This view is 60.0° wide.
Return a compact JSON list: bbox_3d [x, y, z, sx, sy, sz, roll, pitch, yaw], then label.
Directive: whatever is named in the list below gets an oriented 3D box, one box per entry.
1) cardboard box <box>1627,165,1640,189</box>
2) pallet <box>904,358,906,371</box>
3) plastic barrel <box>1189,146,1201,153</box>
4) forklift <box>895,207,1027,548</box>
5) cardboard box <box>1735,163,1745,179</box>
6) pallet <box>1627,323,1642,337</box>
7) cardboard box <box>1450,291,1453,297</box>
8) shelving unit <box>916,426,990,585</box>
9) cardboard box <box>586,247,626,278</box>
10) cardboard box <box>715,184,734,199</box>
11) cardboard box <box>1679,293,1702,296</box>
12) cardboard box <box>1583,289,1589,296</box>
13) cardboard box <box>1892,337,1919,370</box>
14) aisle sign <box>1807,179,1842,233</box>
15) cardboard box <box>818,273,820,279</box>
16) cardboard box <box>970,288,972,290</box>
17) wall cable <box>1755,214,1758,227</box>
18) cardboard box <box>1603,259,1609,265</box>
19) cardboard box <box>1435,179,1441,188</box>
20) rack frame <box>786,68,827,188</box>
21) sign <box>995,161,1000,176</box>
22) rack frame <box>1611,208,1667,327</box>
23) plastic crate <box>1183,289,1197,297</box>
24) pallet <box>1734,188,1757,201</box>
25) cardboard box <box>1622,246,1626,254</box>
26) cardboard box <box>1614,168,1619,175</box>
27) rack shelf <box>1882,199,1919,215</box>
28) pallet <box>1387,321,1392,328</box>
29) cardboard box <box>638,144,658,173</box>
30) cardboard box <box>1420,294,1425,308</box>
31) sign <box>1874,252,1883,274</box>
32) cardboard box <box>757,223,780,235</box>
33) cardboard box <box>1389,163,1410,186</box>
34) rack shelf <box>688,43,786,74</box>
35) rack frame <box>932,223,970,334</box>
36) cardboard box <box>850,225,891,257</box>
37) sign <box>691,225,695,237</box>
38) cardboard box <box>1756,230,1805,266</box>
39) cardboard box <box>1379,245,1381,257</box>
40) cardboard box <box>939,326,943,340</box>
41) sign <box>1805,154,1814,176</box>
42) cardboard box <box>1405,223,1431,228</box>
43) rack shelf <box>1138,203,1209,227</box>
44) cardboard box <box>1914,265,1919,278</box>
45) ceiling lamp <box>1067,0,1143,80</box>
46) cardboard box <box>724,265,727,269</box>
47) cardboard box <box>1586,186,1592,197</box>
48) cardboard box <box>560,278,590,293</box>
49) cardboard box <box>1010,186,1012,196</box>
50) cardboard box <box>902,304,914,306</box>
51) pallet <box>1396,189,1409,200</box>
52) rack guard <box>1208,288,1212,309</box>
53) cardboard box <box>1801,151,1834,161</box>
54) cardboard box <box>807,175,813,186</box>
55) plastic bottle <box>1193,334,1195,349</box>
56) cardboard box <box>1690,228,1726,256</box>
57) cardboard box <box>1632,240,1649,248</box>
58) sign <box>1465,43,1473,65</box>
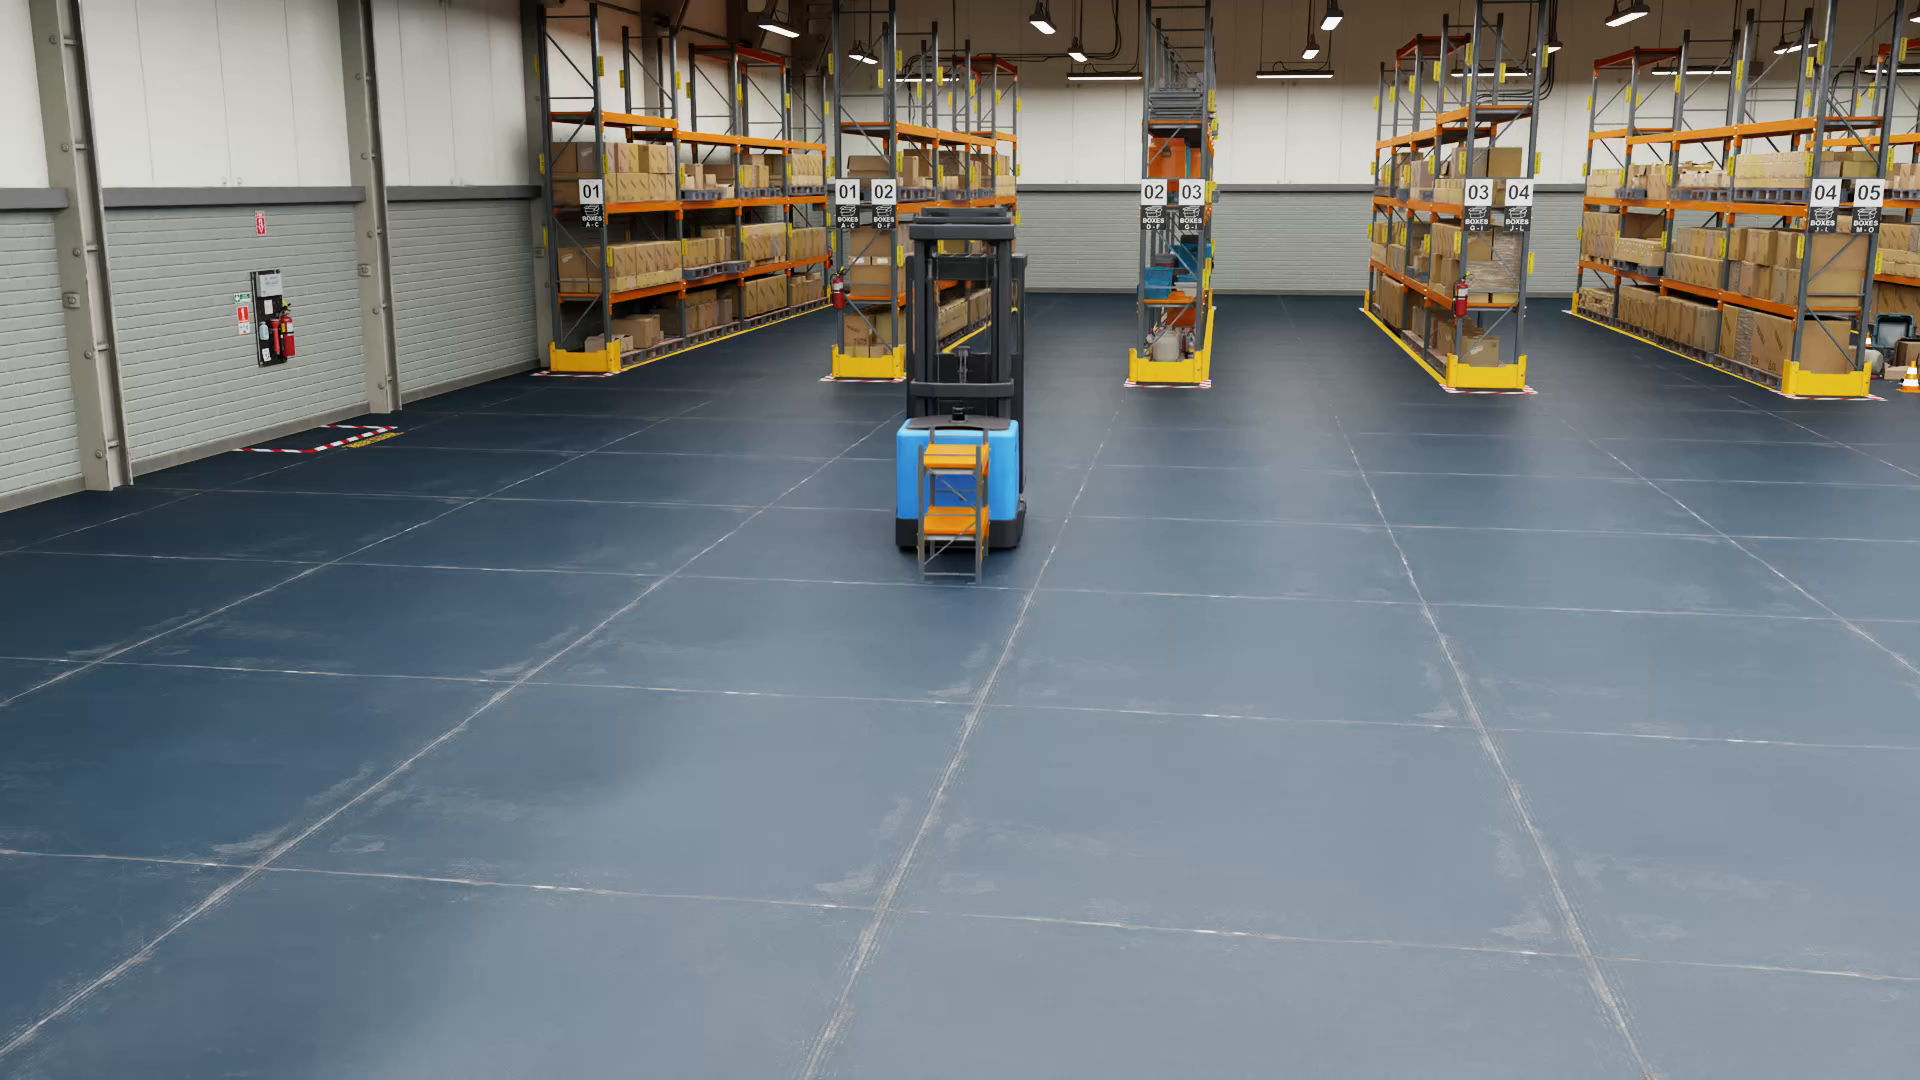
[{"bbox_3d":[14.826,-7.833,35.867,0.700,0.500,0.500,2,12,9],"label":"cardboard box"},{"bbox_3d":[-1.449,-2.991,28.372,1.003,0.211,1.213,2,12,9],"label":"pallet"},{"bbox_3d":[5.102,-8.087,36.091,0.600,0.901,0.708,2,12,9],"label":"plastic barrel"},{"bbox_3d":[0.065,-1.621,15.559,1.130,2.935,3.031,1,12,4],"label":"forklift"},{"bbox_3d":[13.411,-6.223,28.044,0.500,0.250,0.500,2,12,9],"label":"cardboard box"},{"bbox_3d":[14.690,-4.408,34.947,1.003,0.211,1.213,2,12,9],"label":"pallet"},{"bbox_3d":[8.278,-4.076,27.383,0.380,0.149,0.250,2,12,9],"label":"cardboard box"},{"bbox_3d":[-0.045,-0.304,13.732,0.538,1.125,1.048,1,12,4],"label":"shelving unit"},{"bbox_3d":[-6.051,-4.746,28.425,0.500,0.500,0.500,2,12,9],"label":"cardboard box"},{"bbox_3d":[-5.035,-7.293,34.757,0.500,0.311,0.500,2,12,9],"label":"cardboard box"},{"bbox_3d":[14.723,-4.841,33.494,0.500,0.250,0.500,1,12,6],"label":"cardboard box"},{"bbox_3d":[15.103,-5.916,39.681,0.380,0.149,0.250,2,12,8],"label":"cardboard box"},{"bbox_3d":[15.958,-3.039,27.580,0.797,0.637,0.503,2,12,9],"label":"cardboard box"},{"bbox_3d":[12.840,-4.956,24.699,0.394,0.787,0.004,2,12,9],"label":"aisle sign"},{"bbox_3d":[-3.809,-6.803,42.837,0.380,0.149,0.250,2,12,8],"label":"cardboard box"},{"bbox_3d":[0.005,-5.592,38.710,0.500,0.500,0.500,1,12,6],"label":"cardboard box"},{"bbox_3d":[21.359,-8.568,45.144,0.585,1.953,0.123,2,12,9],"label":"wall cable"},{"bbox_3d":[14.914,-6.354,37.952,0.380,0.149,0.250,1,12,6],"label":"cardboard box"},{"bbox_3d":[8.523,-6.235,29.094,0.380,0.149,0.250,2,12,7],"label":"cardboard box"},{"bbox_3d":[-3.960,-10.617,42.897,1.000,3.000,0.127,2,12,9],"label":"rack frame"},{"bbox_3d":[0.869,-8.586,38.432,0.100,0.325,0.005,2,12,9],"label":"sign"},{"bbox_3d":[14.993,-6.188,36.588,1.000,3.000,0.127,2,12,9],"label":"rack frame"},{"bbox_3d":[3.824,-4.079,27.428,0.298,0.136,0.250,2,12,9],"label":"plastic crate"},{"bbox_3d":[13.627,-5.776,27.765,1.003,0.211,1.213,2,12,9],"label":"pallet"},{"bbox_3d":[14.362,-6.187,35.476,0.380,0.149,0.250,1,12,6],"label":"cardboard box"},{"bbox_3d":[14.798,-8.202,37.035,0.380,0.149,0.250,2,12,9],"label":"cardboard box"},{"bbox_3d":[19.592,-6.747,33.769,1.077,0.370,4.000,2,12,9],"label":"rack shelf"},{"bbox_3d":[10.064,-4.844,36.968,1.003,0.211,1.213,2,12,9],"label":"pallet"},{"bbox_3d":[-5.759,-6.863,29.942,0.500,0.500,0.500,1,12,7],"label":"cardboard box"},{"bbox_3d":[9.419,-4.757,33.054,0.500,0.250,0.500,2,12,11],"label":"cardboard box"},{"bbox_3d":[13.695,-4.133,24.808,0.100,0.325,0.005,2,12,9],"label":"sign"},{"bbox_3d":[-4.483,-7.210,38.560,0.500,0.250,0.500,2,12,10],"label":"cardboard box"},{"bbox_3d":[10.169,-8.304,37.815,0.700,0.500,0.500,1,12,5],"label":"cardboard box"},{"bbox_3d":[-4.883,-10.641,36.827,1.077,0.370,4.000,2,12,9],"label":"rack shelf"},{"bbox_3d":[-0.295,-5.859,35.060,1.000,3.000,0.127,2,12,9],"label":"rack frame"},{"bbox_3d":[-1.433,-4.985,27.686,0.700,0.500,0.500,2,12,9],"label":"cardboard box"},{"bbox_3d":[-5.740,-6.602,35.760,0.100,0.325,0.005,2,12,9],"label":"sign"},{"bbox_3d":[13.410,-4.712,26.817,0.875,0.550,0.500,2,12,9],"label":"cardboard box"},{"bbox_3d":[10.072,-6.757,38.875,0.500,0.250,0.500,2,12,10],"label":"cardboard box"},{"bbox_3d":[-0.604,-3.963,31.794,0.500,0.250,0.500,2,12,7],"label":"cardboard box"},{"bbox_3d":[12.614,-5.571,24.691,0.100,0.325,0.005,2,12,9],"label":"sign"},{"bbox_3d":[9.724,-6.364,34.784,0.797,0.503,0.637,2,12,10],"label":"cardboard box"},{"bbox_3d":[3.676,-5.563,28.276,1.077,0.370,4.000,2,12,9],"label":"rack shelf"},{"bbox_3d":[19.106,-5.257,32.621,0.500,0.250,0.500,1,12,7],"label":"cardboard box"},{"bbox_3d":[3.819,-13.787,43.754,2.000,3.185,0.800,2,12,9],"label":"ceiling lamp"},{"bbox_3d":[-4.911,-5.967,36.109,0.380,0.149,0.250,2,12,8],"label":"cardboard box"},{"bbox_3d":[15.287,-8.329,39.756,0.500,0.250,0.500,2,12,11],"label":"cardboard box"},{"bbox_3d":[-6.541,-4.393,28.568,0.500,0.250,0.500,2,12,9],"label":"cardboard box"},{"bbox_3d":[1.029,-8.698,41.470,0.500,0.250,0.500,2,12,9],"label":"cardboard box"},{"bbox_3d":[-0.854,-4.047,30.401,0.500,0.500,0.500,2,12,9],"label":"cardboard box"},{"bbox_3d":[9.539,-7.047,33.901,1.213,0.211,1.003,2,12,11],"label":"pallet"},{"bbox_3d":[5.820,-6.147,42.328,1.175,0.500,0.348,2,12,9],"label":"rack guard"},{"bbox_3d":[12.864,-5.759,24.945,0.380,0.149,0.250,2,12,9],"label":"cardboard box"},{"bbox_3d":[-3.965,-8.953,41.420,0.500,0.250,0.500,2,12,7],"label":"cardboard box"},{"bbox_3d":[4.156,-3.534,29.674,0.061,0.283,0.133,3,12,12],"label":"plastic bottle"},{"bbox_3d":[14.146,-5.588,31.191,0.700,0.500,0.500,2,12,8],"label":"cardboard box"},{"bbox_3d":[14.242,-6.169,34.686,0.380,0.149,0.250,2,12,10],"label":"cardboard box"},{"bbox_3d":[7.717,-7.361,25.196,0.100,0.325,0.005,2,12,9],"label":"sign"}]
